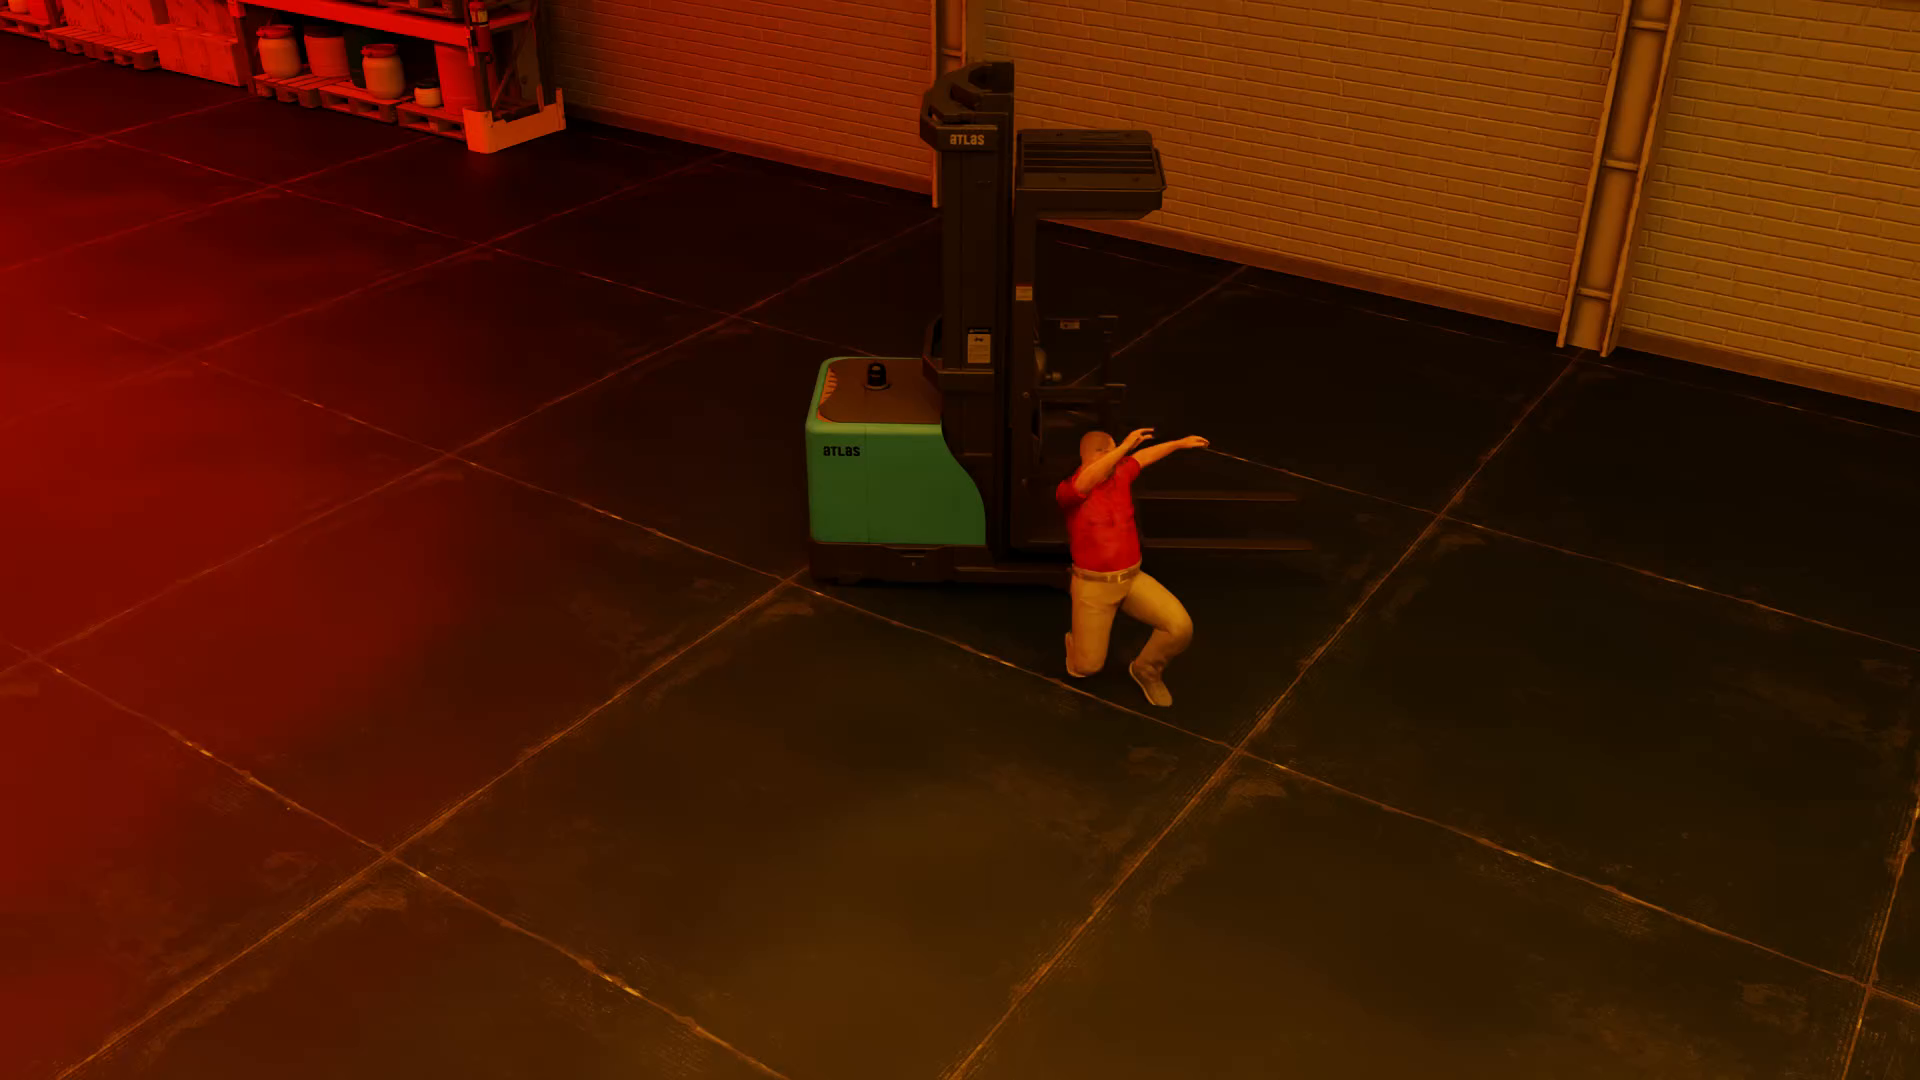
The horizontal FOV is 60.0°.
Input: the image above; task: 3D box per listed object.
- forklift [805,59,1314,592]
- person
[{"bbox_3d":[0.622,-1.216,9.676,3.031,2.935,1.130,1,30,2],"label":"forklift"},{"bbox_3d":[1.052,0.085,8.850,1.108,1.601,0.860,-17,34,-27],"label":"person"}]
